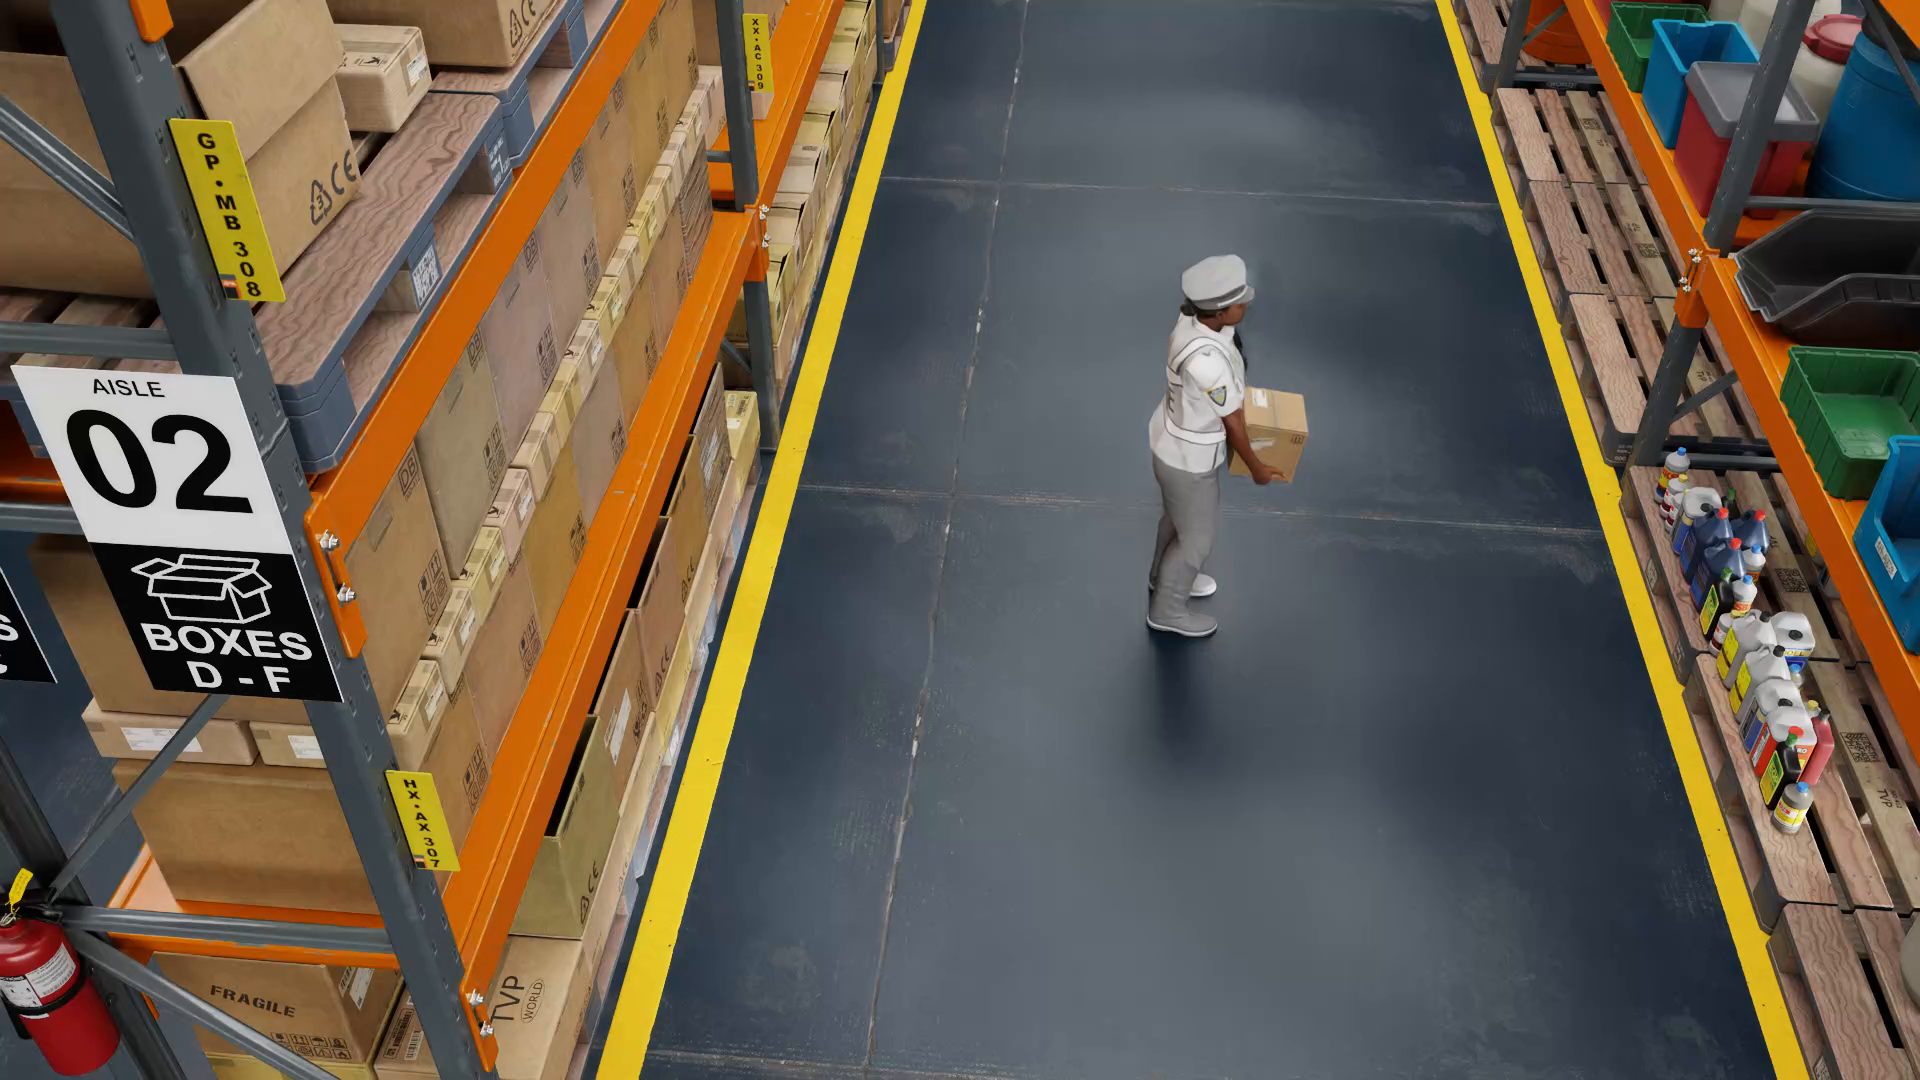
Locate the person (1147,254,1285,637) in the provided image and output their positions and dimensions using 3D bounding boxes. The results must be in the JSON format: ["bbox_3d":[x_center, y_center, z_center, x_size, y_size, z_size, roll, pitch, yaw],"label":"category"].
[{"bbox_3d":[1.006,-0.355,6.566,0.531,1.685,0.416,3,40,3],"label":"person"}]
